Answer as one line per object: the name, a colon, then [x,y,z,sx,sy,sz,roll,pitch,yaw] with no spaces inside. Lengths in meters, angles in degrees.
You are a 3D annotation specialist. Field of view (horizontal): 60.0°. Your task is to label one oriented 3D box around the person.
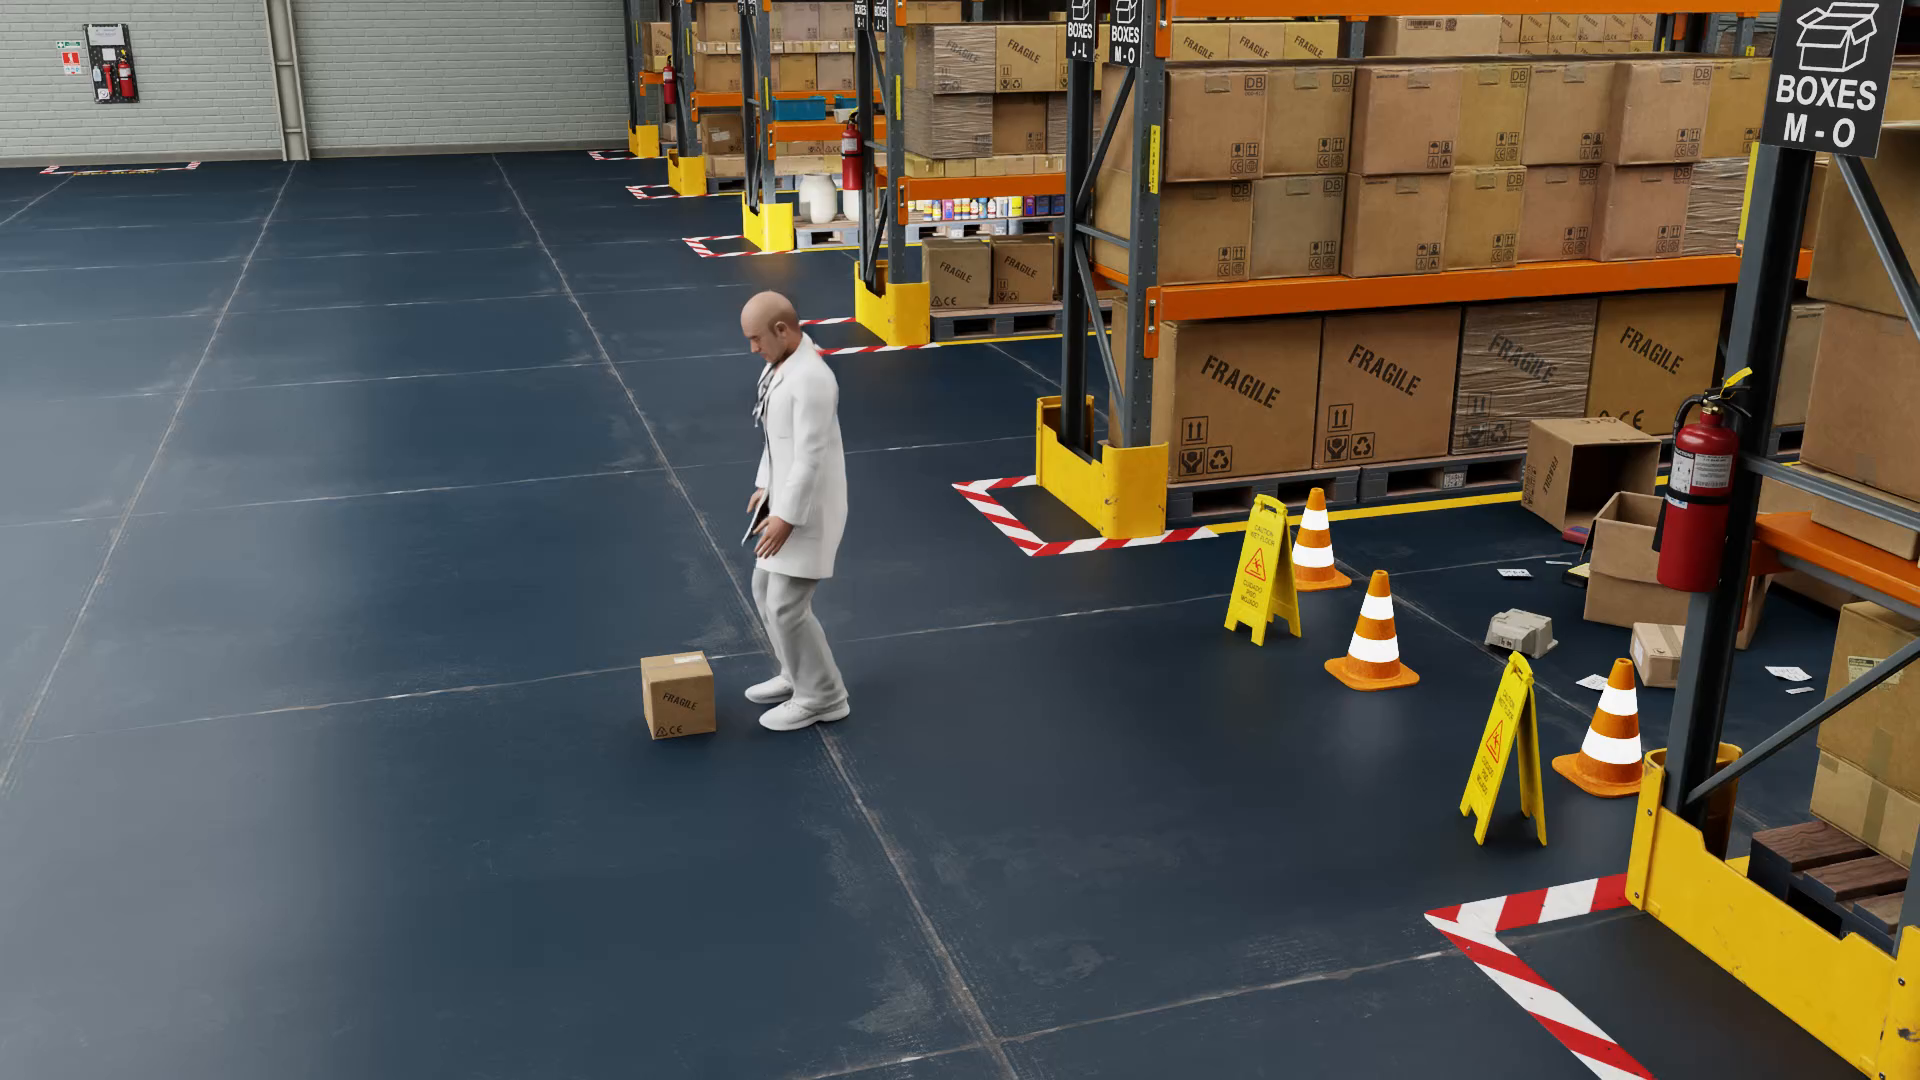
person: [-0.645,-0.115,6.505,0.409,1.738,0.587,-6,20,-16]
